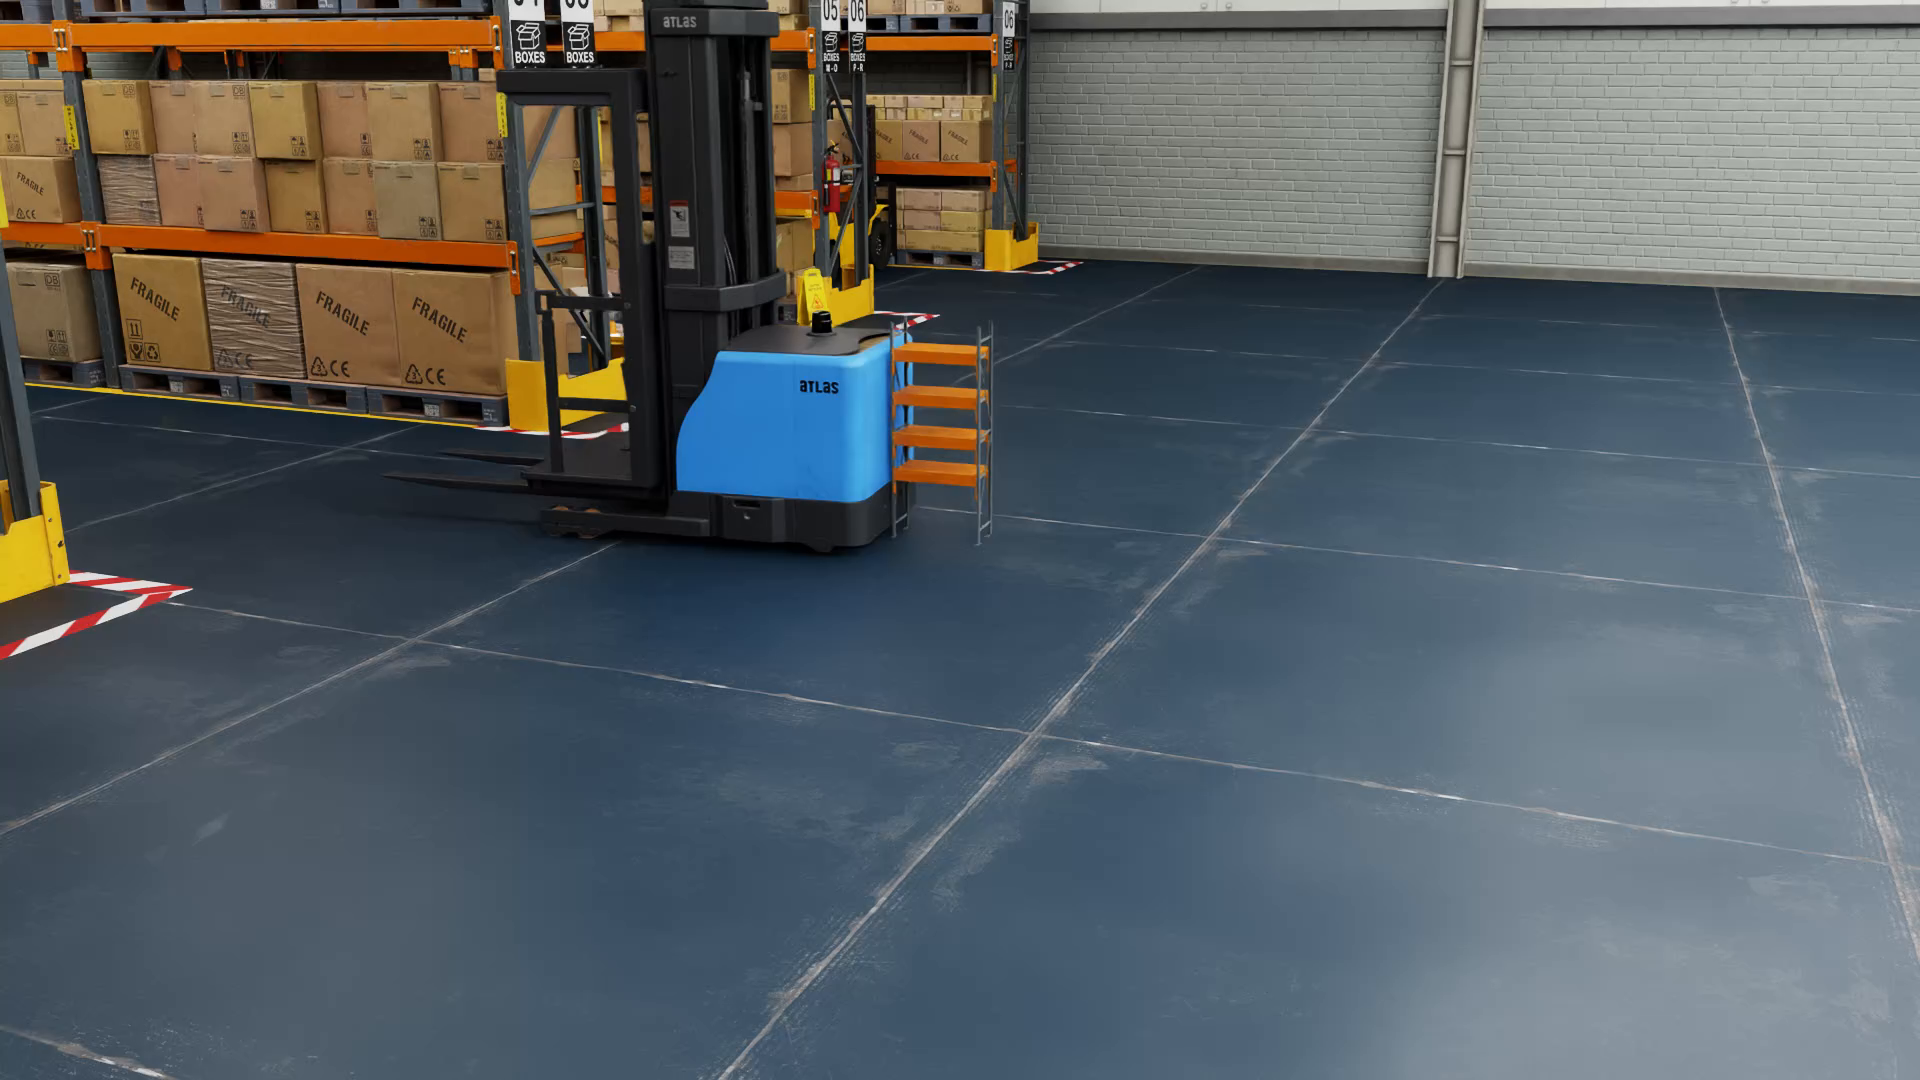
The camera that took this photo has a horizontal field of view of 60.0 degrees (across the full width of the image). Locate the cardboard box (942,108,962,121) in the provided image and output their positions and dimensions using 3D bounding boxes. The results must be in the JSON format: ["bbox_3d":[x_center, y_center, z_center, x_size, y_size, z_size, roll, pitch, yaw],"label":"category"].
[{"bbox_3d":[-0.035,-5.298,20.702,0.250,0.149,0.380,7,17,22],"label":"cardboard box"}]

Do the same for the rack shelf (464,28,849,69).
[{"bbox_3d":[-3.039,-4.970,16.822,4.000,0.370,1.077,6,17,21],"label":"rack shelf"}]

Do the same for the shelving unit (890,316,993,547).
[{"bbox_3d":[-0.099,-0.593,9.063,0.503,1.200,0.258,5,17,17],"label":"shelving unit"}]

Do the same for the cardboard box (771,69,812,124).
[{"bbox_3d":[-1.734,-4.337,16.225,0.500,0.500,0.700,6,17,19],"label":"cardboard box"}]

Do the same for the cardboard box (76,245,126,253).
[{"bbox_3d":[-10.061,-3.854,20.127,0.875,0.875,0.875,7,17,21],"label":"cardboard box"}]

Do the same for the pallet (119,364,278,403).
[{"bbox_3d":[-5.943,-1.348,13.437,1.213,0.211,1.003,6,17,21],"label":"pallet"}]

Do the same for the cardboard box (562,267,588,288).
[{"bbox_3d":[-3.949,-2.778,17.542,0.500,0.250,0.500,7,18,24],"label":"cardboard box"}]

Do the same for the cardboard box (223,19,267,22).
[{"bbox_3d":[-7.743,-5.877,18.479,0.500,0.500,0.700,6,17,21],"label":"cardboard box"}]

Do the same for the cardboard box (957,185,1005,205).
[{"bbox_3d":[0.262,-4.417,21.394,0.500,0.250,0.500,6,17,20],"label":"cardboard box"}]

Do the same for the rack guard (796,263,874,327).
[{"bbox_3d":[-1.249,-2.477,16.810,0.348,0.500,1.175,6,17,21],"label":"rack guard"}]

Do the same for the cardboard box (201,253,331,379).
[{"bbox_3d":[-5.223,-1.793,13.026,0.875,0.875,0.875,6,17,21],"label":"cardboard box"}]

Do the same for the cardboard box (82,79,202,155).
[{"bbox_3d":[-6.291,-3.329,13.054,0.550,0.550,0.875,6,17,21],"label":"cardboard box"}]

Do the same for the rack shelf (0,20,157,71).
[{"bbox_3d":[-8.482,-4.085,13.773,4.000,0.370,1.077,6,17,21],"label":"rack shelf"}]

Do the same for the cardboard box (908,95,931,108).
[{"bbox_3d":[-0.470,-5.524,20.944,0.250,0.149,0.380,6,17,21],"label":"cardboard box"}]

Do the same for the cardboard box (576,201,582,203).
[{"bbox_3d":[-4.991,-4.636,23.270,0.625,0.625,0.875,6,17,18],"label":"cardboard box"}]

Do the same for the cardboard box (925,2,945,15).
[{"bbox_3d":[-0.243,-6.533,20.436,0.250,0.149,0.380,6,17,19],"label":"cardboard box"}]

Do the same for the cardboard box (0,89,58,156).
[{"bbox_3d":[-7.565,-3.415,13.582,0.500,0.500,0.700,6,17,20],"label":"cardboard box"}]

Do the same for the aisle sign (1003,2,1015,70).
[{"bbox_3d":[0.593,-6.123,20.223,0.004,0.787,0.394,6,17,21],"label":"aisle sign"}]

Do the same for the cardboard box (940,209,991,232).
[{"bbox_3d":[0.072,-4.048,21.018,0.500,0.250,0.500,6,17,20],"label":"cardboard box"}]

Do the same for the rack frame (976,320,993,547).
[{"bbox_3d":[0.133,-0.571,8.990,0.015,1.200,0.240,5,17,17],"label":"rack frame"}]

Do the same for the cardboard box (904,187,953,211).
[{"bbox_3d":[-0.381,-4.336,21.114,0.500,0.250,0.500,7,17,22],"label":"cardboard box"}]

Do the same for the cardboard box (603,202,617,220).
[{"bbox_3d":[-3.625,-3.394,17.156,0.250,0.149,0.380,7,18,24],"label":"cardboard box"}]

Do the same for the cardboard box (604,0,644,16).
[{"bbox_3d":[-3.176,-5.318,16.468,0.500,0.250,0.500,6,17,21],"label":"cardboard box"}]

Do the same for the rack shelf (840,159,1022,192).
[{"bbox_3d":[-1.221,-4.817,21.676,4.000,0.370,1.077,6,17,21],"label":"rack shelf"}]

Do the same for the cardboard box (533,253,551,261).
[{"bbox_3d":[-4.450,-3.190,17.615,0.500,0.500,0.500,7,18,23],"label":"cardboard box"}]

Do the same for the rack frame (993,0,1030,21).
[{"bbox_3d":[0.639,-7.839,20.034,0.127,3.000,1.000,6,17,21],"label":"rack frame"}]

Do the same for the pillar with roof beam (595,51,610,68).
[{"bbox_3d":[-6.839,-7.641,19.353,0.400,9.000,9.100,6,17,21],"label":"pillar with roof beam"}]

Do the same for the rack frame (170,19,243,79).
[{"bbox_3d":[-8.621,-4.488,19.254,0.127,3.000,1.000,6,17,21],"label":"rack frame"}]

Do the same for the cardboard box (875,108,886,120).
[{"bbox_3d":[-0.988,-5.405,21.068,0.250,0.149,0.380,6,17,21],"label":"cardboard box"}]

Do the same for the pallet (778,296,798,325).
[{"bbox_3d":[-1.992,-2.431,17.168,1.213,0.211,1.003,6,17,21],"label":"pallet"}]

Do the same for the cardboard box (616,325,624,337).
[{"bbox_3d":[-3.138,-1.911,15.489,0.380,0.149,0.250,-12,20,-37],"label":"cardboard box"}]

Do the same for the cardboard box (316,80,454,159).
[{"bbox_3d":[-4.248,-3.139,12.401,0.550,0.550,0.875,6,17,21],"label":"cardboard box"}]

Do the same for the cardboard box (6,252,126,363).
[{"bbox_3d":[-7.232,-1.946,13.780,0.750,0.750,1.050,6,17,20],"label":"cardboard box"}]

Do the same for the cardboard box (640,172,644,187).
[{"bbox_3d":[-3.293,-3.691,16.959,0.250,0.149,0.380,6,17,20],"label":"cardboard box"}]

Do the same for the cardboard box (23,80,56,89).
[{"bbox_3d":[-10.605,-5.158,19.588,0.500,0.500,0.500,6,17,20],"label":"cardboard box"}]

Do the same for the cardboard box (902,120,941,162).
[{"bbox_3d":[-0.394,-5.043,20.987,0.500,0.500,0.500,7,18,22],"label":"cardboard box"}]

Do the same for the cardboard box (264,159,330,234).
[{"bbox_3d":[-4.765,-2.658,12.680,0.500,0.550,0.875,6,17,21],"label":"cardboard box"}]

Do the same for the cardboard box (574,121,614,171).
[{"bbox_3d":[-3.655,-4.053,17.040,0.500,0.500,0.500,6,17,20],"label":"cardboard box"}]

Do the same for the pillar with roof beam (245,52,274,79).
[{"bbox_3d":[-12.420,-8.255,21.467,0.400,9.000,9.100,6,17,21],"label":"pillar with roof beam"}]

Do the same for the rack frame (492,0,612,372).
[{"bbox_3d":[-2.901,-2.376,11.977,0.127,3.000,1.000,6,17,21],"label":"rack frame"}]

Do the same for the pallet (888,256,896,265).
[{"bbox_3d":[-1.219,-3.811,21.923,1.213,0.211,1.003,6,17,21],"label":"pallet"}]

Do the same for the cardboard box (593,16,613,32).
[{"bbox_3d":[-3.533,-5.149,16.600,0.250,0.149,0.380,6,17,20],"label":"cardboard box"}]

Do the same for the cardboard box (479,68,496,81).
[{"bbox_3d":[-4.570,-4.649,17.301,0.500,0.500,0.700,6,17,20],"label":"cardboard box"}]

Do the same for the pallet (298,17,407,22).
[{"bbox_3d":[-6.401,-5.626,18.128,1.003,0.211,1.213,6,17,21],"label":"pallet"}]

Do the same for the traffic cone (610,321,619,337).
[{"bbox_3d":[-2.874,-1.580,13.786,0.334,0.463,0.336,6,17,21],"label":"traffic cone"}]

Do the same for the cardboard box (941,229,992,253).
[{"bbox_3d":[0.086,-3.805,21.079,0.500,0.250,0.500,6,17,21],"label":"cardboard box"}]

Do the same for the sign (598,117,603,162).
[{"bbox_3d":[-2.692,-2.973,12.339,0.005,0.325,0.100,6,17,21],"label":"sign"}]

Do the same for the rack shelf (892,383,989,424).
[{"bbox_3d":[-0.099,-0.743,9.019,0.480,0.148,0.258,5,17,17],"label":"rack shelf"}]

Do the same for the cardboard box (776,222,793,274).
[{"bbox_3d":[-2.020,-2.926,16.704,0.500,0.500,0.500,6,17,21],"label":"cardboard box"}]

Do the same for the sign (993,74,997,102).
[{"bbox_3d":[0.427,-5.488,20.196,0.005,0.325,0.100,6,17,21],"label":"sign"}]

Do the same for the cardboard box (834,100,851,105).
[{"bbox_3d":[-1.428,-5.628,21.302,0.250,0.149,0.380,6,17,21],"label":"cardboard box"}]

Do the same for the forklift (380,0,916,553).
[{"bbox_3d":[-1.829,-1.548,9.250,3.031,2.935,1.130,4,17,15],"label":"forklift"}]
